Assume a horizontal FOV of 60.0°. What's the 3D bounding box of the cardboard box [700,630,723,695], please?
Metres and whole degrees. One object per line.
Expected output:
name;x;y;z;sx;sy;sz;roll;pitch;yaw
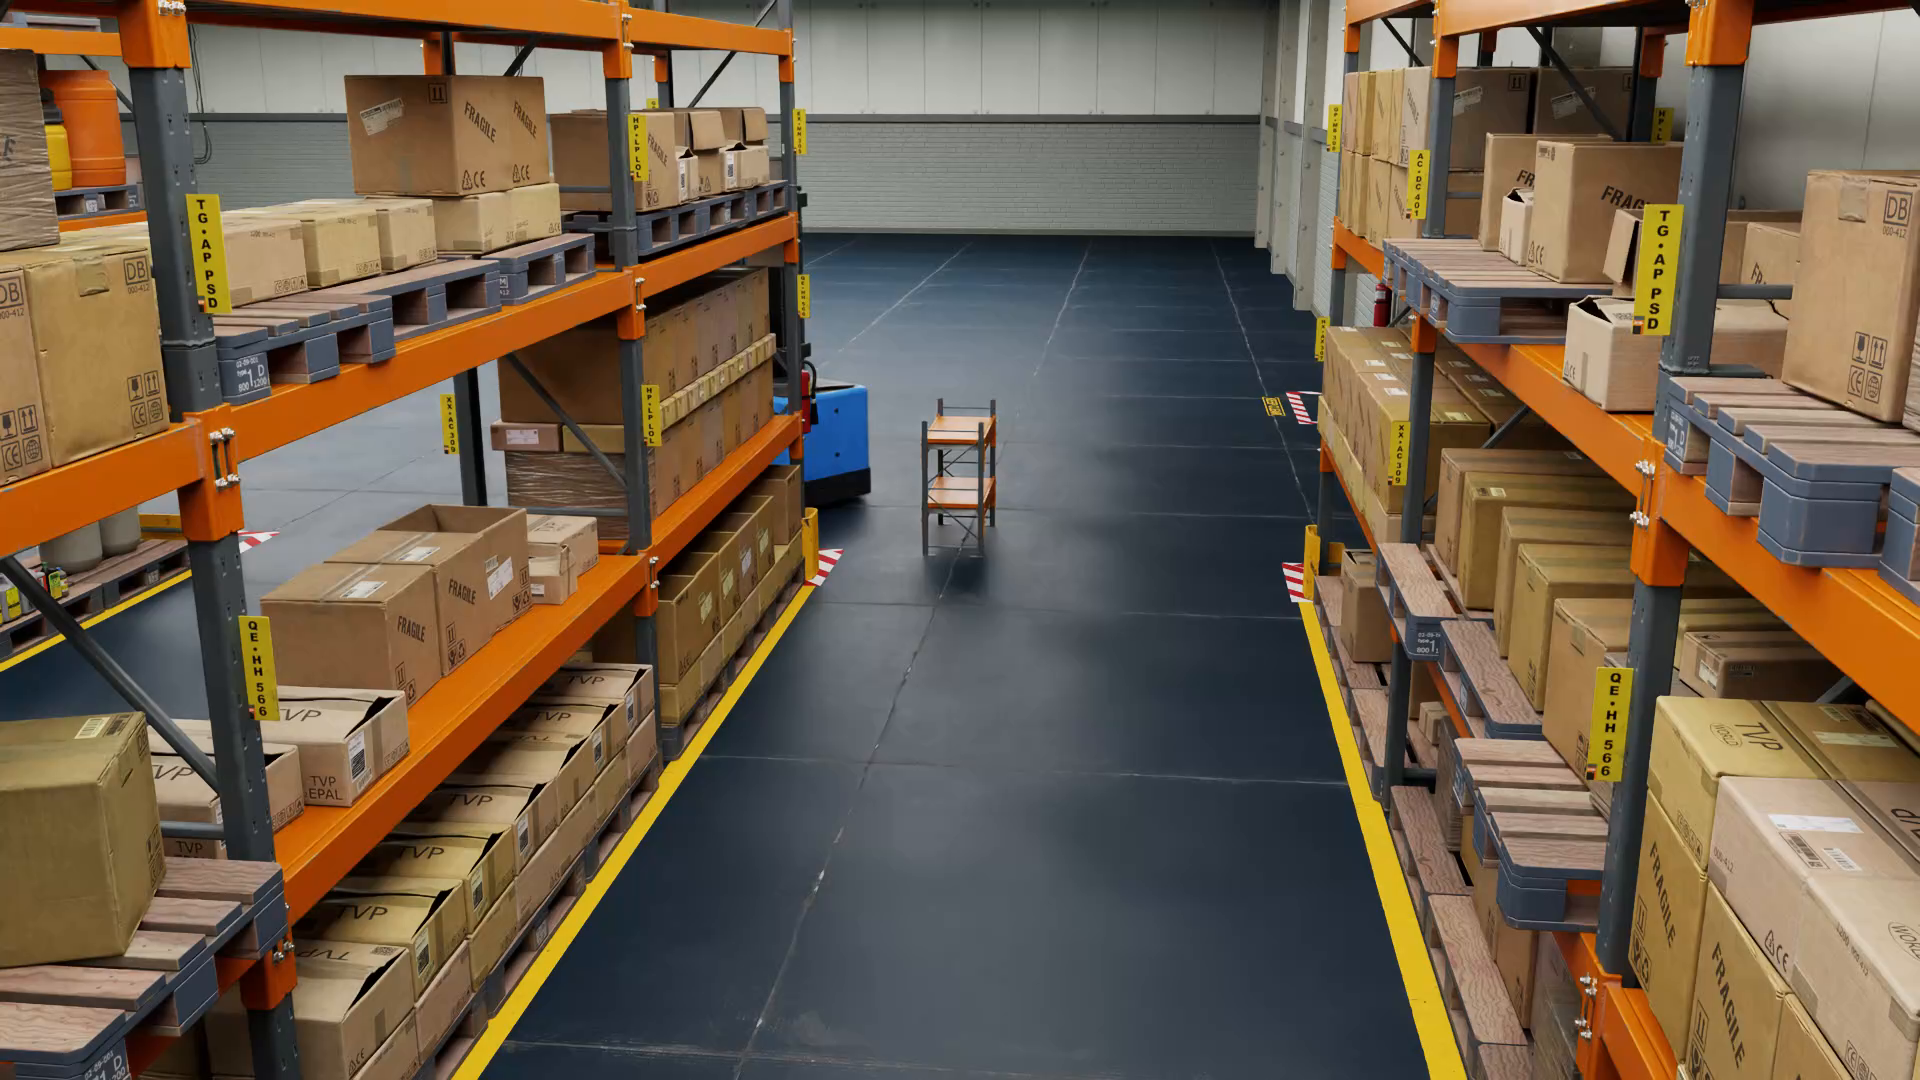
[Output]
cardboard box;-1.756;0.736;10.157;0.500;0.250;0.500;2;15;6

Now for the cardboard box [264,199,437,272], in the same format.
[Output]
cardboard box;-2.447;-1.232;6.708;0.500;0.250;0.500;0;15;2

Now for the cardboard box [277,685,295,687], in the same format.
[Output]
cardboard box;-2.534;0.679;6.388;0.380;0.149;0.250;3;15;10

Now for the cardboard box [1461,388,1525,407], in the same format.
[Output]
cardboard box;3.074;-0.552;9.269;0.500;0.500;0.500;2;15;6

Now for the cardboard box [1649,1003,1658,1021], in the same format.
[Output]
cardboard box;2.033;1.225;4.329;0.380;0.149;0.250;1;15;5

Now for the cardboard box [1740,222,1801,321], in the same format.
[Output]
cardboard box;2.610;-0.651;4.848;0.500;0.500;0.500;2;15;6

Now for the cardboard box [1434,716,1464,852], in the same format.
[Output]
cardboard box;2.685;1.183;7.987;0.700;0.500;0.500;2;15;8

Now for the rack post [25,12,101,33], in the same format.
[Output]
rack post;-6.852;-3.794;11.913;0.937;0.300;0.954;3;15;12

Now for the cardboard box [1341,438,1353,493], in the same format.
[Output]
cardboard box;2.665;-0.462;10.374;0.500;0.250;0.500;2;15;7

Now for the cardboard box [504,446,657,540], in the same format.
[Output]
cardboard box;-2.127;-0.311;9.375;0.700;0.500;0.500;1;15;5

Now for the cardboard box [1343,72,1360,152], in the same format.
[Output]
cardboard box;2.811;-2.807;10.906;0.500;0.500;0.500;2;15;6

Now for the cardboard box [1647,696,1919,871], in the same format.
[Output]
cardboard box;1.990;0.589;4.002;0.500;0.250;0.500;2;15;8

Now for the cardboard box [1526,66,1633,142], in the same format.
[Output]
cardboard box;3.091;-2.110;8.327;0.500;0.500;0.500;2;15;7

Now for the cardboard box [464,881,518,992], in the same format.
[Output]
cardboard box;-2.163;1.622;6.881;0.500;0.250;0.500;1;15;5

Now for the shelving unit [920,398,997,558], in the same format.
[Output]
shelving unit;-0.001;-0.541;14.009;0.538;1.125;1.048;2;15;6

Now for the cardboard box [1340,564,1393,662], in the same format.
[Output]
cardboard box;2.839;0.467;10.633;0.700;0.500;0.500;1;15;3

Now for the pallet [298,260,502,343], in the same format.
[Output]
pallet;-2.511;-0.936;6.492;1.003;0.211;1.213;2;15;9

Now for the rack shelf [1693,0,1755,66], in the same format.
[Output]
rack shelf;2.075;-0.802;2.034;1.077;0.370;4.000;2;15;6

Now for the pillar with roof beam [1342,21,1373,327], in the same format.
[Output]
pillar with roof beam;1.060;-6.968;22.693;9.100;9.000;0.400;2;15;6

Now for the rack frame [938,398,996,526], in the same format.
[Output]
rack frame;0.057;-0.673;14.496;0.500;1.125;0.032;2;15;6

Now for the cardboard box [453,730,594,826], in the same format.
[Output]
cardboard box;-2.043;1.084;7.795;0.500;0.311;0.500;2;15;6

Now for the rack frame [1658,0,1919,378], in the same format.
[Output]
rack frame;2.300;-1.861;3.806;1.000;3.000;0.127;2;15;6

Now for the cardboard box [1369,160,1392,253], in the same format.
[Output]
cardboard box;2.658;-1.923;9.549;0.500;0.500;0.500;1;15;4

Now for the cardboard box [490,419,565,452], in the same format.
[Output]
cardboard box;-2.353;-0.586;9.148;0.380;0.149;0.250;2;15;6

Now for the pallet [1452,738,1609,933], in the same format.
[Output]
pallet;2.275;0.939;5.310;1.213;0.211;1.003;2;15;6

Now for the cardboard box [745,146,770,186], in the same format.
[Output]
cardboard box;-1.587;-2.525;11.220;0.500;0.250;0.500;2;15;6

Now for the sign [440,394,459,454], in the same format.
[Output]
sign;-2.722;-0.620;8.898;0.100;0.325;0.005;2;15;6

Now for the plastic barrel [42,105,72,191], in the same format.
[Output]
plastic barrel;-6.643;-2.774;11.764;0.600;0.588;0.600;0;15;0

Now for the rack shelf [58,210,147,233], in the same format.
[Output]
rack shelf;-6.866;-1.914;11.126;1.077;0.370;4.000;2;15;6

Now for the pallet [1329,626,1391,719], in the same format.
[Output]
pallet;2.927;0.851;10.612;1.003;0.211;1.213;2;15;6

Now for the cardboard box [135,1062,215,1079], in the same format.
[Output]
cardboard box;-2.805;1.871;5.961;0.500;0.250;0.500;2;15;8

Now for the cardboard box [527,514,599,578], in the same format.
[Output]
cardboard box;-2.183;0.054;8.505;0.500;0.250;0.500;3;15;10

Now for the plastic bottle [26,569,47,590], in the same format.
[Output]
plastic bottle;-6.468;0.324;11.592;0.152;0.276;0.135;2;15;7

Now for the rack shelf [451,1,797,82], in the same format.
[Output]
rack shelf;-1.945;-3.022;10.243;1.077;0.370;4.000;2;15;6

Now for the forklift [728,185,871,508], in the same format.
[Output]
forklift;-2.255;-1.965;15.815;3.031;2.935;1.130;14;20;41

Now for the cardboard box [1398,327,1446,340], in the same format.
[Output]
cardboard box;3.361;-1.211;11.707;0.500;0.500;0.500;2;15;6

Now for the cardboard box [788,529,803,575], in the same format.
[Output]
cardboard box;-1.486;0.087;12.556;0.500;0.250;0.500;2;15;6

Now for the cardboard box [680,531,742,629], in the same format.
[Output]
cardboard box;-1.695;0.244;10.538;0.500;0.500;0.500;2;15;6

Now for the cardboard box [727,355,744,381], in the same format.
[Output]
cardboard box;-1.690;-1.174;11.324;0.380;0.149;0.250;2;15;8

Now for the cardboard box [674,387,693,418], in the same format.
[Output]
cardboard box;-1.834;-0.838;10.081;0.380;0.149;0.250;1;15;4

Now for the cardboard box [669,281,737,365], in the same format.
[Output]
cardboard box;-1.901;-1.458;11.131;0.700;0.500;0.500;2;15;6

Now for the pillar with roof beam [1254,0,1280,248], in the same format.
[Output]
pillar with roof beam;3.091;-11.637;39.958;9.100;9.000;0.400;2;15;6

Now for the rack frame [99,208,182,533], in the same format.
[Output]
rack frame;-6.641;-1.332;13.342;1.000;3.000;0.127;2;15;6

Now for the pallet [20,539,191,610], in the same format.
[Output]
pallet;-6.700;0.246;12.849;1.003;0.211;1.213;2;15;6

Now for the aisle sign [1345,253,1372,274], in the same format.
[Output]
aisle sign;2.913;-2.323;12.025;0.394;0.787;0.004;2;15;6

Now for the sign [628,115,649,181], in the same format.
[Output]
sign;-1.631;-1.984;8.412;0.100;0.325;0.005;2;15;6

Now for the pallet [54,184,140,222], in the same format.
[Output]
pallet;-6.831;-2.477;12.192;1.003;0.211;1.213;2;15;6

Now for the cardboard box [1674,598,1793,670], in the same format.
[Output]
cardboard box;2.331;0.287;5.079;0.380;0.149;0.250;-1;15;-3

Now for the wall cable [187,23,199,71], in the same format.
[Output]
wall cable;-19.596;-14.022;45.053;3.097;2.526;0.112;2;15;6

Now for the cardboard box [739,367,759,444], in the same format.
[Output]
cardboard box;-1.839;-0.976;11.835;0.700;0.500;0.500;2;15;8

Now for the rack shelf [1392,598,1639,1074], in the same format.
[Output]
rack shelf;2.526;0.863;6.602;1.077;0.370;4.000;2;15;6

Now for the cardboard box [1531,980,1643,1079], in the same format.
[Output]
cardboard box;2.330;1.841;5.555;0.700;0.500;0.500;2;15;7

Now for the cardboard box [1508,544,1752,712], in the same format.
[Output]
cardboard box;2.462;0.328;6.168;0.700;0.500;0.500;2;15;6

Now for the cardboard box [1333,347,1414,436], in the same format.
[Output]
cardboard box;2.720;-0.963;10.789;0.500;0.500;0.500;1;15;4

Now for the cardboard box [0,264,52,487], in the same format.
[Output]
cardboard box;-2.695;-0.360;3.809;0.910;0.500;0.500;2;15;6

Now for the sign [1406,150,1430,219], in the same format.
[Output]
sign;2.212;-1.714;8.019;0.100;0.325;0.005;2;15;6

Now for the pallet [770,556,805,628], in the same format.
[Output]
pallet;-1.764;0.360;12.425;1.003;0.211;1.213;2;15;6
